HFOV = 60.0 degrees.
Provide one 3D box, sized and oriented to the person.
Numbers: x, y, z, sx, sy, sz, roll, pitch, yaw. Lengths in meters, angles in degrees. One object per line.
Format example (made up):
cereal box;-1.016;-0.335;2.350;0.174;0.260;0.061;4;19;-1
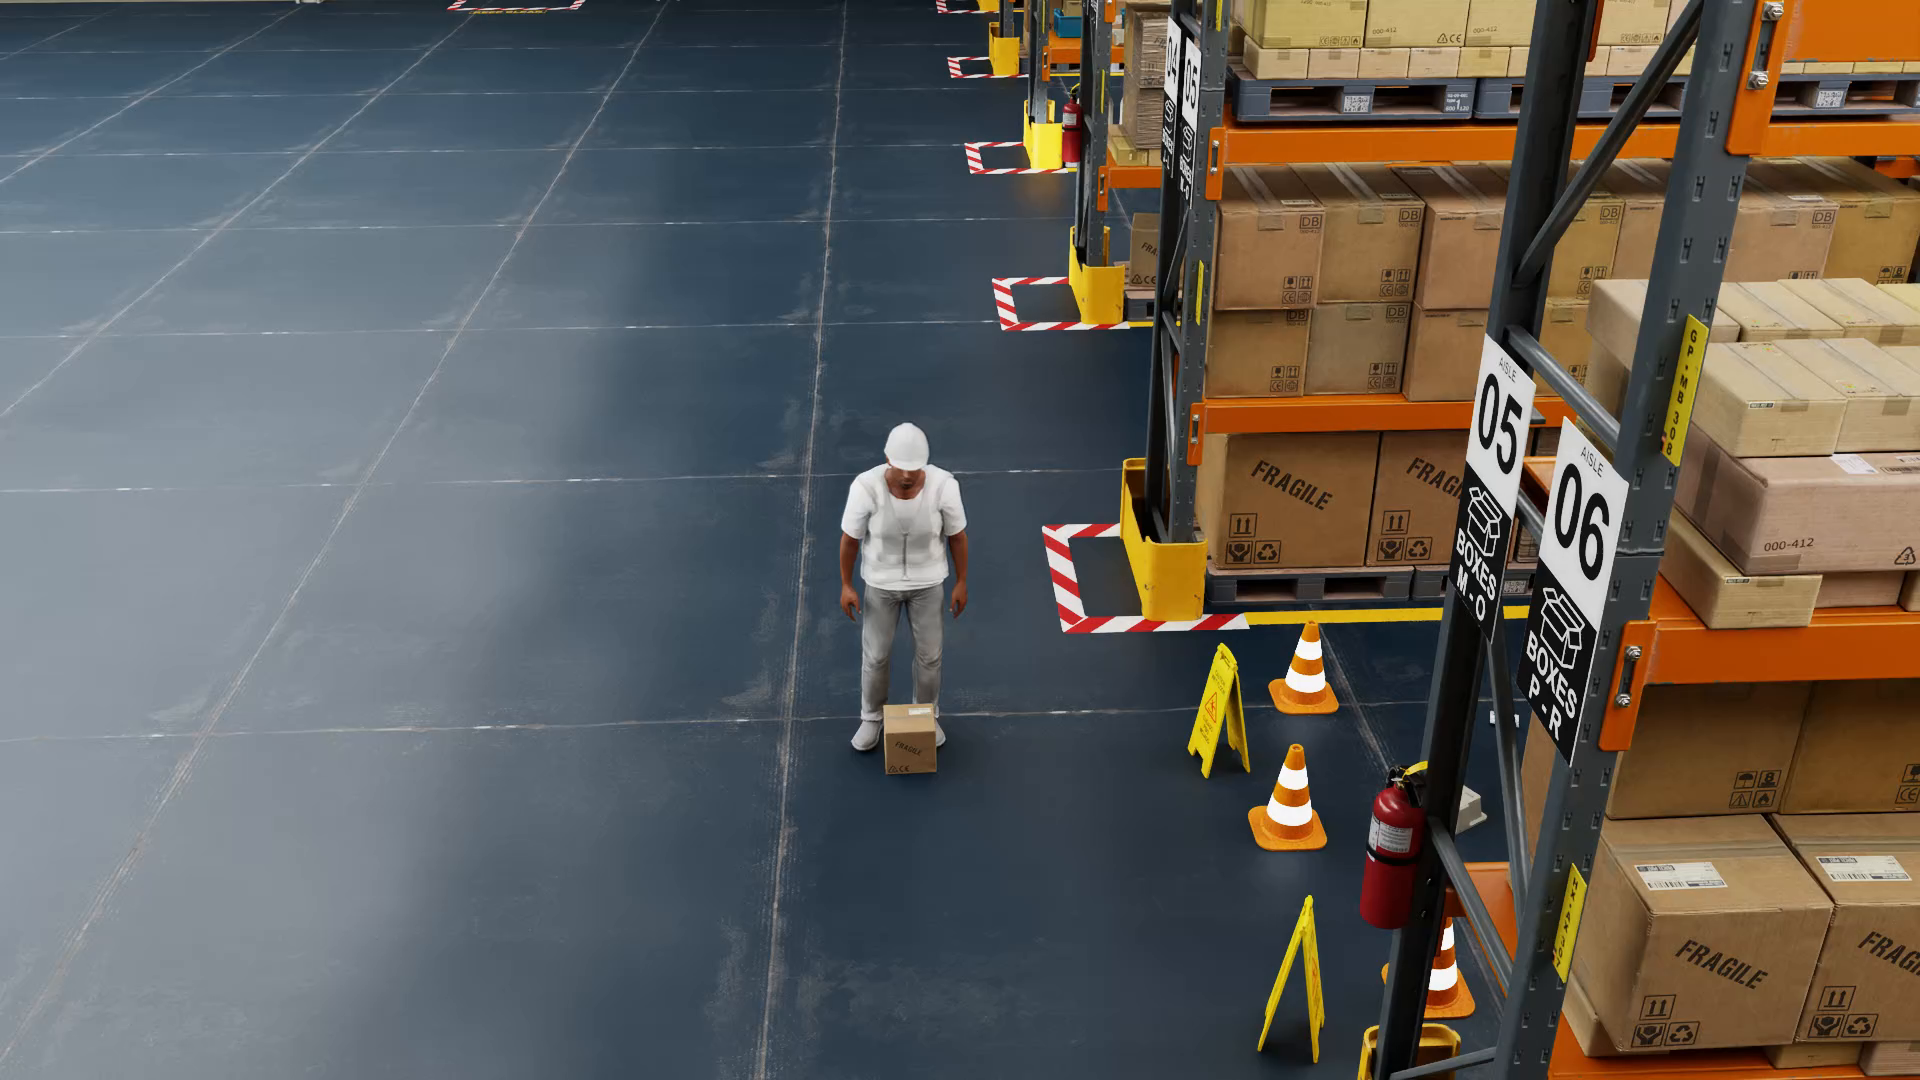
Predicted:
person;-0.282;0.219;8.179;0.625;1.759;0.459;-2;27;-4
